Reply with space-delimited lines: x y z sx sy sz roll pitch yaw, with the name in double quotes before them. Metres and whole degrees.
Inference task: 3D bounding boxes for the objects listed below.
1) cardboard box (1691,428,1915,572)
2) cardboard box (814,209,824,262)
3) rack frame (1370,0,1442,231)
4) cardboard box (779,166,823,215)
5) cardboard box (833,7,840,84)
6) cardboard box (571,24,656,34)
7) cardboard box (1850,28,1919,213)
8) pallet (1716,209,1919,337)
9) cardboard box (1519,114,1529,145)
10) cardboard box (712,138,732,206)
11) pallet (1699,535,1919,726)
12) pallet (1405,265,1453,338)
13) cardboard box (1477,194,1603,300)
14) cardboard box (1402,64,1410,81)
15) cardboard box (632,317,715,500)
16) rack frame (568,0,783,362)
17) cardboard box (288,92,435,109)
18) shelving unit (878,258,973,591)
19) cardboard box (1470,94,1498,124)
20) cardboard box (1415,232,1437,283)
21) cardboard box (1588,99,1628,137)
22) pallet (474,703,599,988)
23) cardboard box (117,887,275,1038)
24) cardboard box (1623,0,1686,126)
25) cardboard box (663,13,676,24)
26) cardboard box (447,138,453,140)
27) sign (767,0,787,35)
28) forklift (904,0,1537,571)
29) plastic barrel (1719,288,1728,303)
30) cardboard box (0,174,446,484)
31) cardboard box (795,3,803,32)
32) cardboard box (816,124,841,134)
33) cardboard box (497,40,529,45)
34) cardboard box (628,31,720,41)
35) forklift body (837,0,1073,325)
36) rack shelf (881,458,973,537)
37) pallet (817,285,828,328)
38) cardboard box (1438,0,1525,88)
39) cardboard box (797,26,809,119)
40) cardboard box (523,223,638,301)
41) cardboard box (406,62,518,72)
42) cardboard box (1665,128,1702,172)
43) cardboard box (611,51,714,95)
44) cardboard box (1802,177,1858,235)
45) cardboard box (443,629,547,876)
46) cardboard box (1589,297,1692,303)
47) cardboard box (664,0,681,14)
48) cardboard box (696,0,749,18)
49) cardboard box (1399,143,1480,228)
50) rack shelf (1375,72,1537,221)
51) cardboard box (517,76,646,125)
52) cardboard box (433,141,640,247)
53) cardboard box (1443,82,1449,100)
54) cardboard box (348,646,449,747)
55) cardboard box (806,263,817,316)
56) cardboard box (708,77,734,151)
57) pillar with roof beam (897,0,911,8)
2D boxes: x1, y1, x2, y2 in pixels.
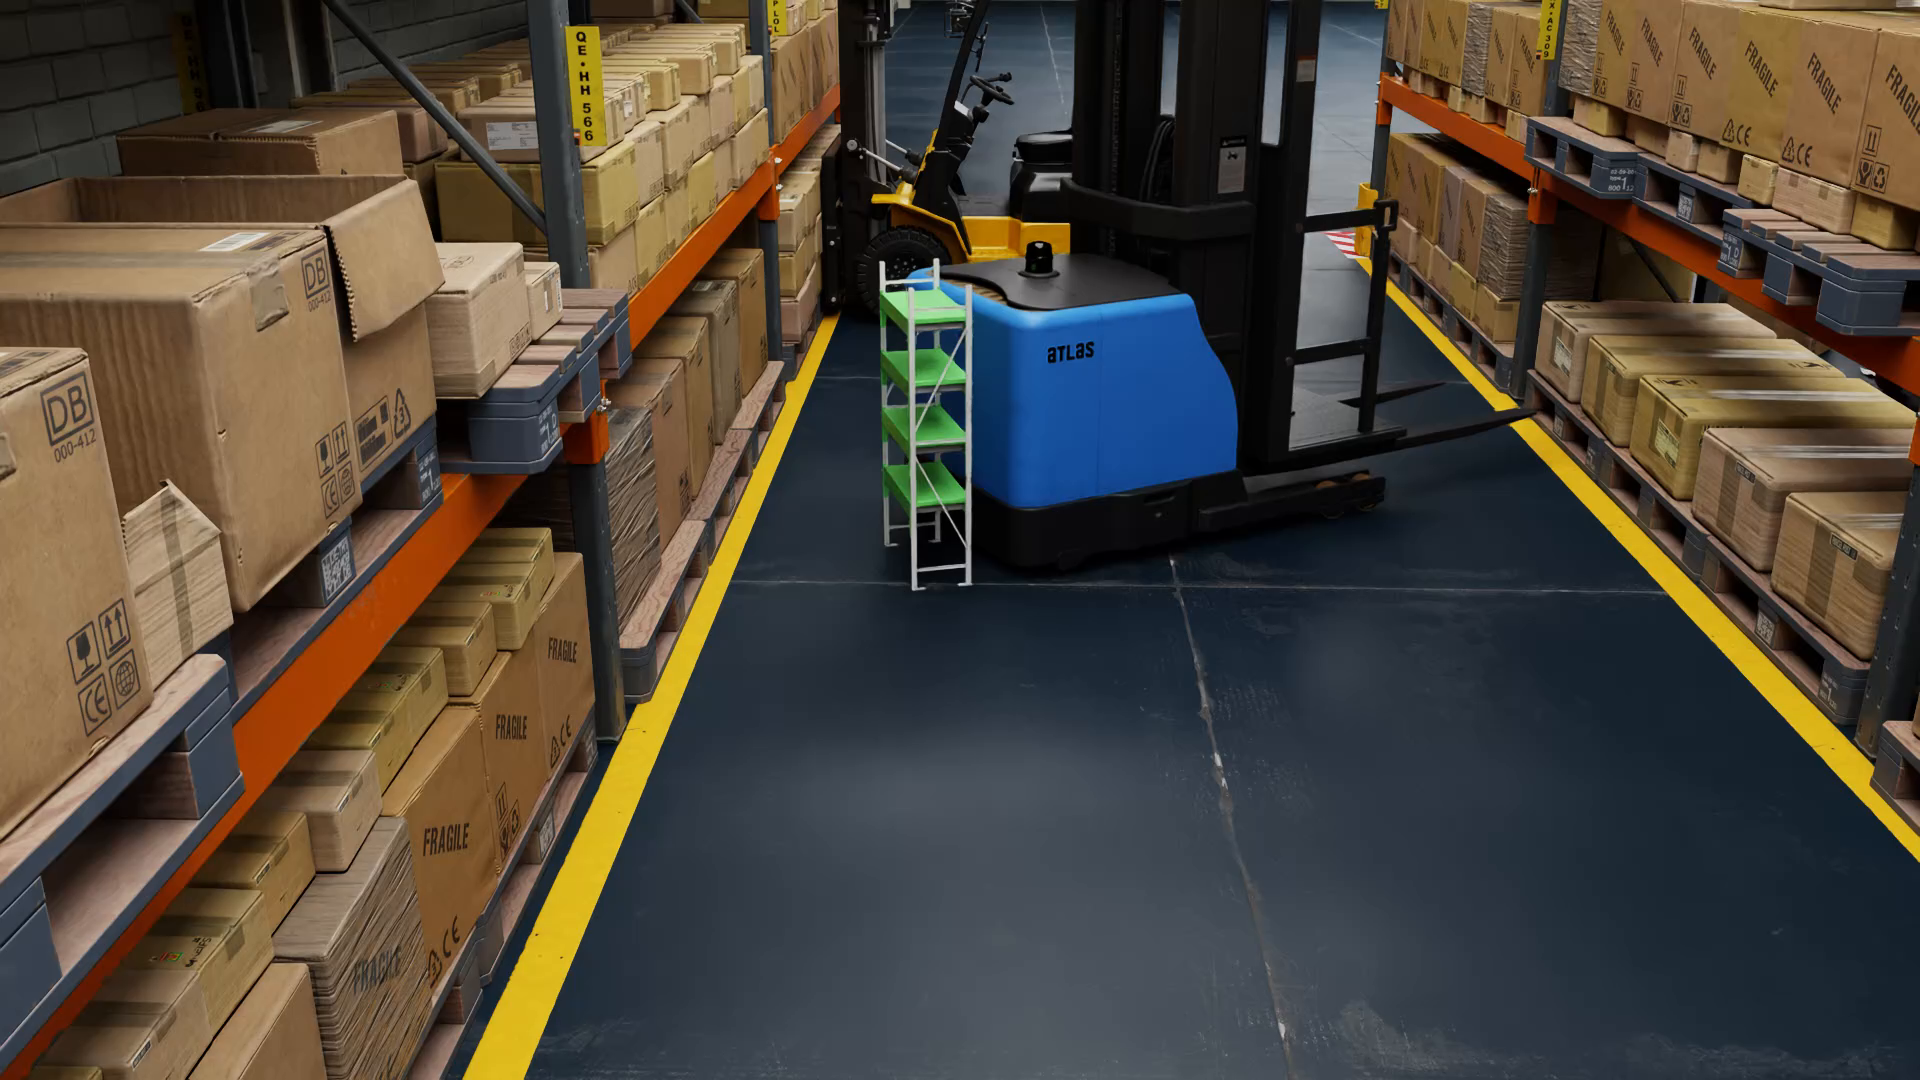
"cardboard box" 3.409 -0.159 6.345 0.950 0.372 0.625 0 21 1
"cardboard box" -1.109 -1.899 10.307 0.500 0.250 0.500 0 21 1
"rack frame" 3.611 -3.610 12.186 1.000 3.000 0.127 1 21 2
"cardboard box" -1.115 -2.133 10.219 0.500 0.250 0.500 1 21 3
"cardboard box" -1.103 -3.529 11.839 0.500 0.500 0.500 0 21 0
"cardboard box" -1.697 -2.441 8.139 0.380 0.149 0.250 0 21 0
"cardboard box" 3.103 -1.266 5.015 0.500 0.500 0.500 0 21 0
"pallet" 3.283 -0.887 5.433 1.213 0.211 1.003 1 21 2
"cardboard box" 3.194 -2.166 8.812 0.380 0.149 0.250 0 21 1
"cardboard box" -1.282 -1.601 7.216 0.500 0.250 0.500 1 21 2
"pallet" 3.393 0.300 5.964 1.003 0.211 1.213 1 21 2
"pallet" 3.509 -1.549 10.730 1.003 0.211 1.213 1 21 2
"cardboard box" 3.239 -1.644 9.304 0.500 0.500 0.500 0 21 1
"cardboard box" 3.394 -3.372 11.921 0.380 0.149 0.250 1 21 2
"cardboard box" -1.529 -0.565 7.040 0.875 0.625 0.625 0 21 -1
"rack frame" -1.472 -2.217 8.596 1.000 3.000 0.127 1 21 2
"cardboard box" -1.890 -1.336 5.289 0.380 0.149 0.250 1 21 3
"shelving unit" -0.137 -0.458 6.550 0.258 1.200 0.503 -6 22 -14
"cardboard box" 3.222 -2.534 9.759 0.380 0.149 0.250 0 21 1
"cardboard box" 3.283 -1.853 10.880 0.500 0.250 0.500 2 21 5
"cardboard box" 3.140 -1.956 7.690 0.380 0.149 0.250 1 21 3
"pallet" -1.654 0.799 4.679 1.003 0.211 1.213 1 21 2
"cardboard box" -1.462 0.743 2.945 0.380 0.149 0.250 1 21 4
"cardboard box" 3.145 -2.019 6.955 0.500 0.500 0.500 1 21 1
"cardboard box" -1.746 -2.776 9.002 0.380 0.149 0.250 0 21 0
"cardboard box" -1.844 -1.284 5.708 0.500 0.250 0.500 1 21 2
"sign" -0.930 -2.717 8.395 0.100 0.325 0.005 1 21 2
"forklift" 1.295 -1.612 7.132 3.031 2.935 1.130 -11 24 -27
"plastic barrel" 5.061 -1.646 10.685 0.512 0.421 0.421 18 27 38
"cardboard box" -1.459 -0.422 3.248 0.797 0.503 0.637 0 21 0
"cardboard box" -1.122 -3.050 9.707 0.380 0.149 0.250 0 21 1
"cardboard box" -1.053 -2.873 12.126 0.500 0.250 0.500 1 21 3
"cardboard box" -1.786 -2.072 7.188 0.380 0.149 0.250 1 21 2
"cardboard box" -1.311 -2.259 7.669 0.380 0.149 0.250 1 21 2
"forklift body" 0.415 -2.562 10.658 2.313 2.155 1.214 1 21 2
"rack shelf" -0.137 -0.174 6.660 0.258 0.148 0.480 -6 22 -14
"pallet" -1.372 -1.646 10.980 1.003 0.211 1.213 1 21 2
"cardboard box" 3.285 -3.072 10.249 0.500 0.500 0.500 0 21 1
"cardboard box" -1.184 -2.793 9.942 0.500 0.500 0.500 0 21 1
"cardboard box" -1.336 -0.859 5.302 0.500 0.250 0.500 1 21 2
"cardboard box" -1.874 -1.703 6.236 0.380 0.149 0.250 0 21 1
"cardboard box" 3.089 -1.575 6.709 0.380 0.149 0.250 1 21 4
"cardboard box" -1.201 -1.881 6.695 0.380 0.149 0.250 0 21 0
"cardboard box" 3.041 -1.107 5.501 0.380 0.149 0.250 0 21 1
"cardboard box" -1.418 0.535 4.379 0.500 0.500 0.500 0 21 1
"cardboard box" 3.777 -1.288 9.422 0.500 0.250 0.500 0 21 -1
"cardboard box" -1.716 -2.914 8.946 0.380 0.149 0.250 0 21 0
"cardboard box" -1.166 -2.817 8.696 0.380 0.149 0.250 1 21 3
"cardboard box" 3.298 -2.387 11.219 0.500 0.500 0.500 0 21 0
"rack shelf" 3.550 -2.552 10.453 1.077 0.370 4.000 1 21 2
"cardboard box" -1.306 -1.516 5.755 0.380 0.149 0.250 1 21 2
"cardboard box" -1.311 -1.091 5.211 0.500 0.250 0.500 1 21 2
"cardboard box" 3.335 -2.905 10.715 0.380 0.149 0.250 1 21 3
"cardboard box" -1.439 0.366 3.916 0.380 0.149 0.250 1 21 3
"cardboard box" -1.127 -1.486 9.933 0.500 0.250 0.500 0 21 0
"cardboard box" -1.261 -1.829 7.112 0.500 0.250 0.500 1 21 3
"pillar with roof beam" 2.943 -17.018 38.449 9.100 9.000 0.400 1 21 2
